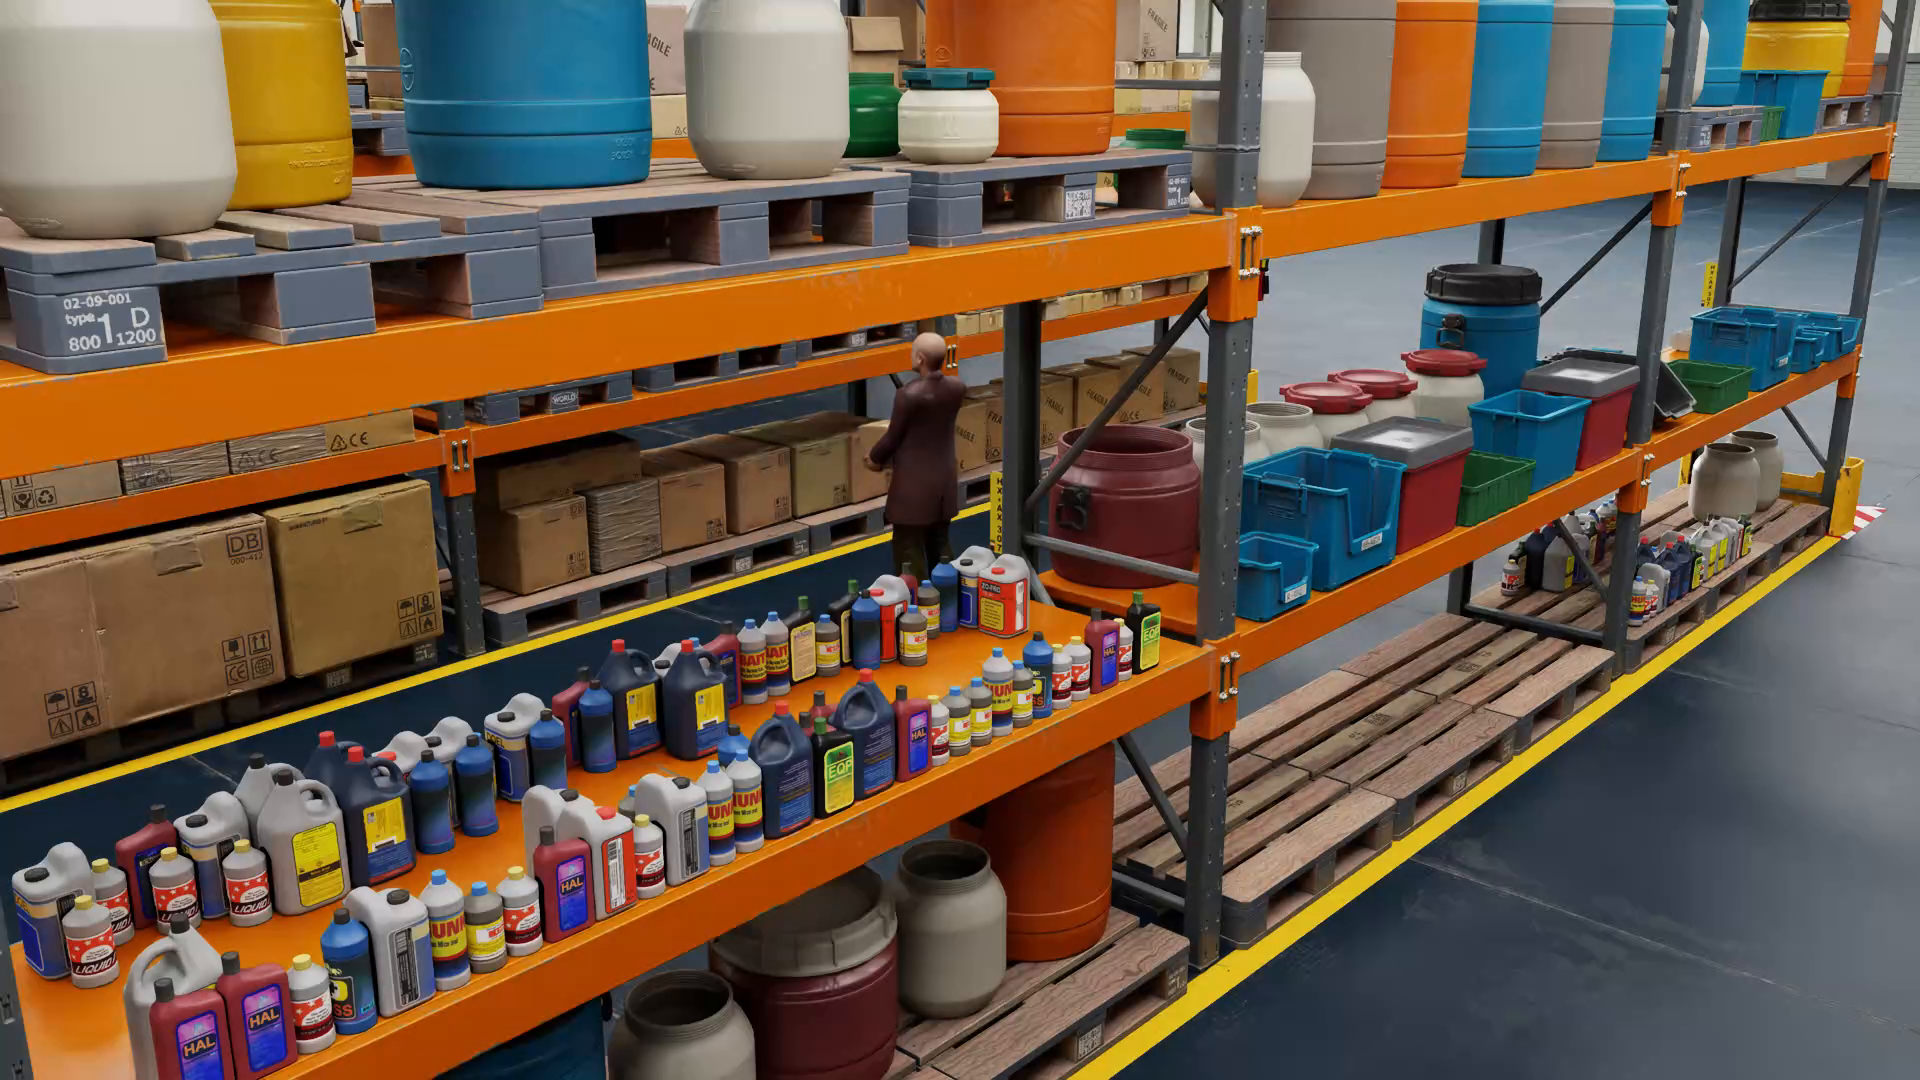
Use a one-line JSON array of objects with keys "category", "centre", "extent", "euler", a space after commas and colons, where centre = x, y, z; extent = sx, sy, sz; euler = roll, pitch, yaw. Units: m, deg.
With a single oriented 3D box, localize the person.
[{"category": "person", "centre": [-0.286, -0.361, 9.784], "extent": [0.560, 1.772, 0.529], "euler": [15, 22, 41]}]
